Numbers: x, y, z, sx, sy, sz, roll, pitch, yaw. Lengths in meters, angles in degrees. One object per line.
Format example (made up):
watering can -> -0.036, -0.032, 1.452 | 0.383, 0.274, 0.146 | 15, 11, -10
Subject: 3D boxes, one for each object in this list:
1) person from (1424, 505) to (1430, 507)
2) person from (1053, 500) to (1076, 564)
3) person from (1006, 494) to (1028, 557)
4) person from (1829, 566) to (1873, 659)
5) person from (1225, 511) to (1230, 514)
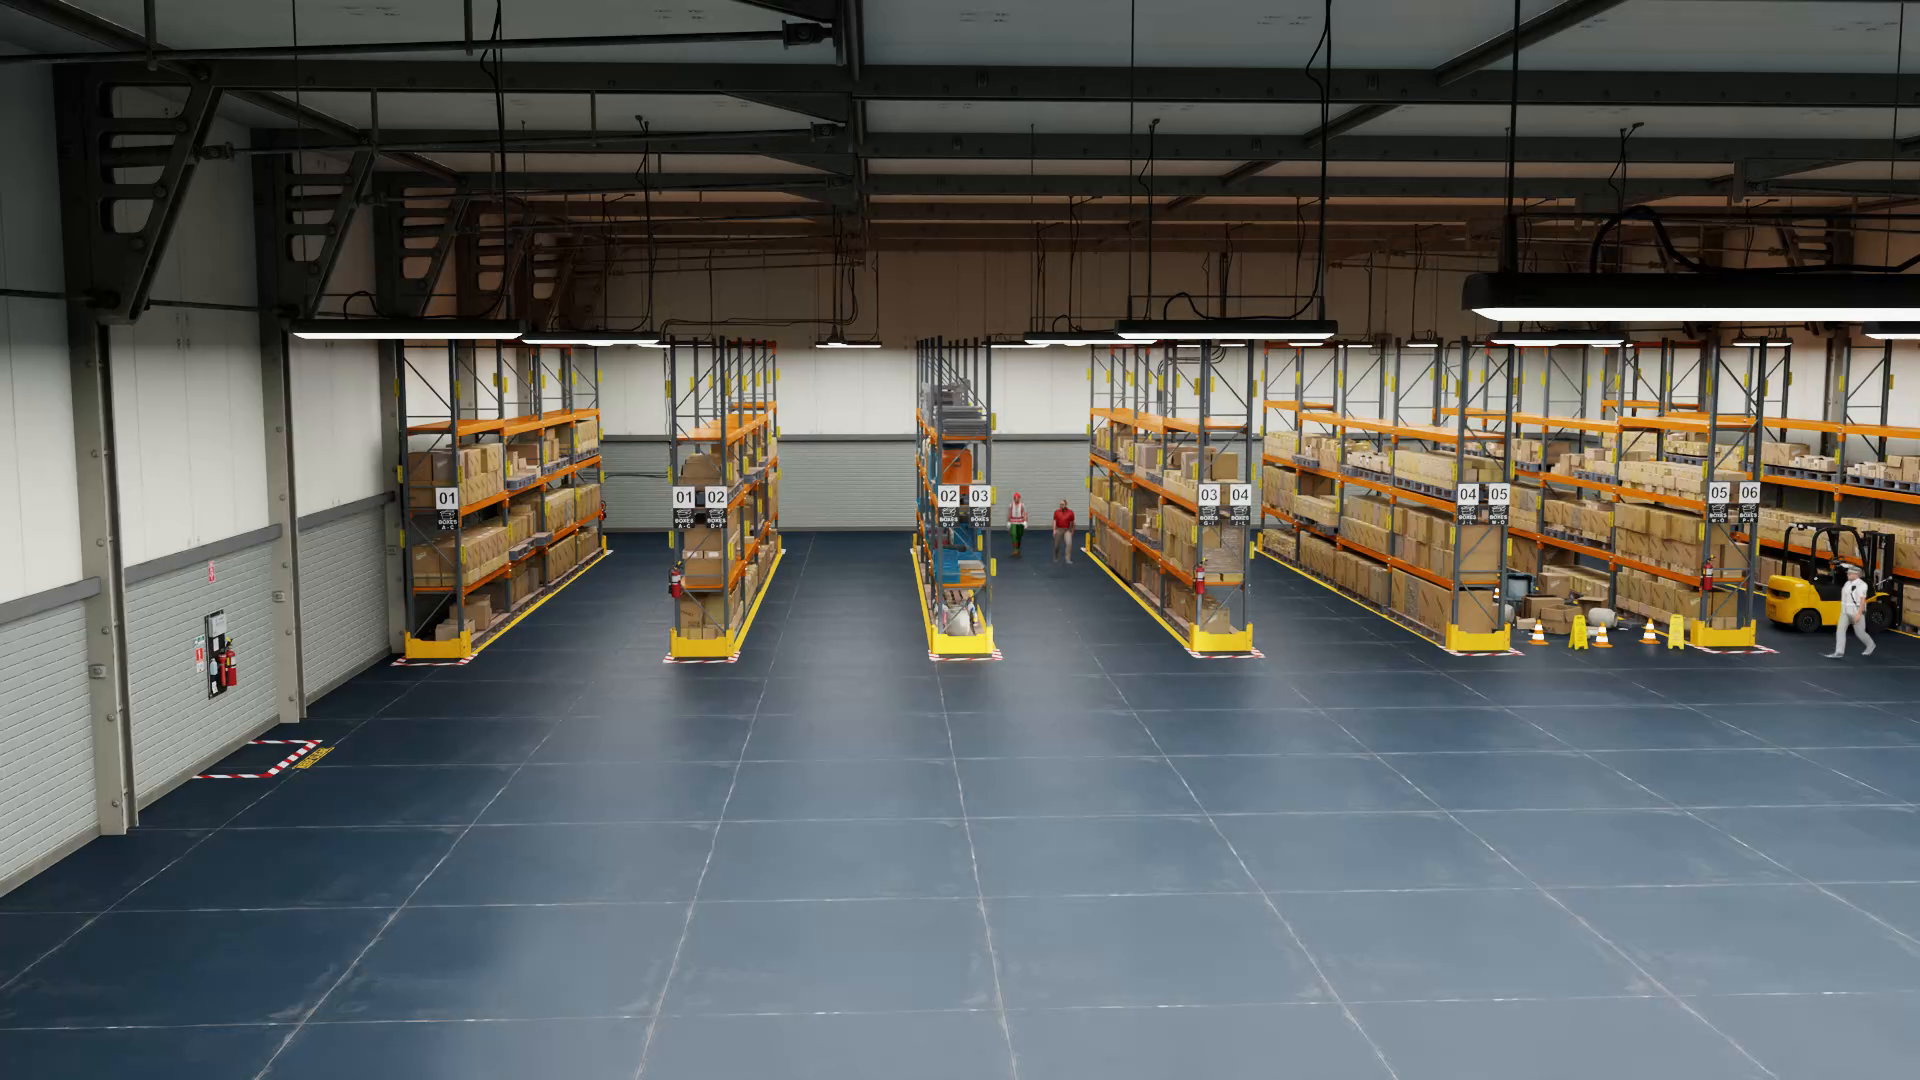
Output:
person -> 12.511, -0.084, 44.579 | 0.382, 1.579, 0.521 | 2, 7, 19
person -> 2.671, -0.192, 42.659 | 0.600, 1.688, 0.836 | -1, 7, -8
person -> 1.596, -0.425, 46.576 | 0.601, 1.752, 0.968 | 0, 7, -4
person -> 16.666, 1.337, 30.969 | 0.878, 1.738, 0.508 | -4, 8, -31
person -> 7.751, -0.597, 48.922 | 0.440, 1.551, 0.761 | 1, 7, 10
